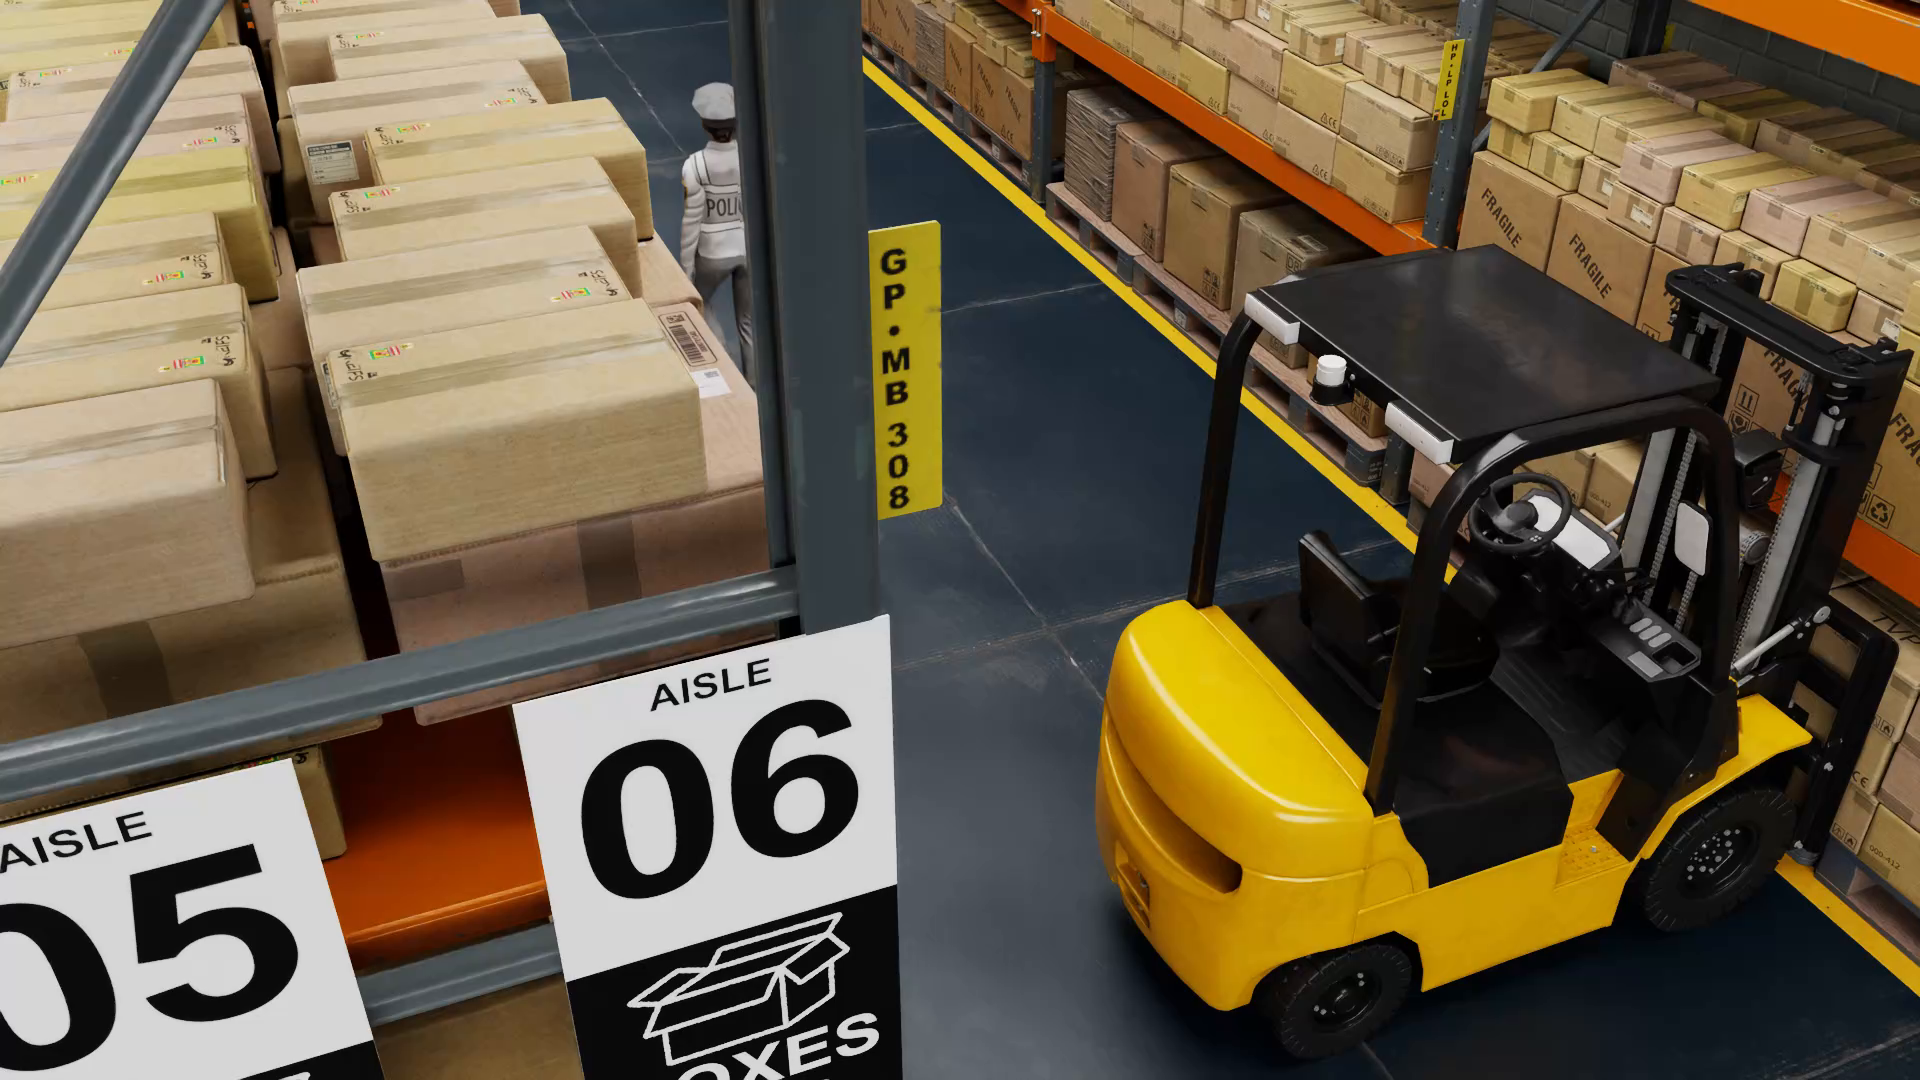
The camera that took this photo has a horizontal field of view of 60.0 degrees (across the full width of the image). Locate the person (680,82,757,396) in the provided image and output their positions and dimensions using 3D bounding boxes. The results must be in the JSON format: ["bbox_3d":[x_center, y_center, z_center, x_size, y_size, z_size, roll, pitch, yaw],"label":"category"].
[{"bbox_3d":[-1.147,-1.418,8.220,0.516,1.712,0.430,-12,36,-17],"label":"person"}]
